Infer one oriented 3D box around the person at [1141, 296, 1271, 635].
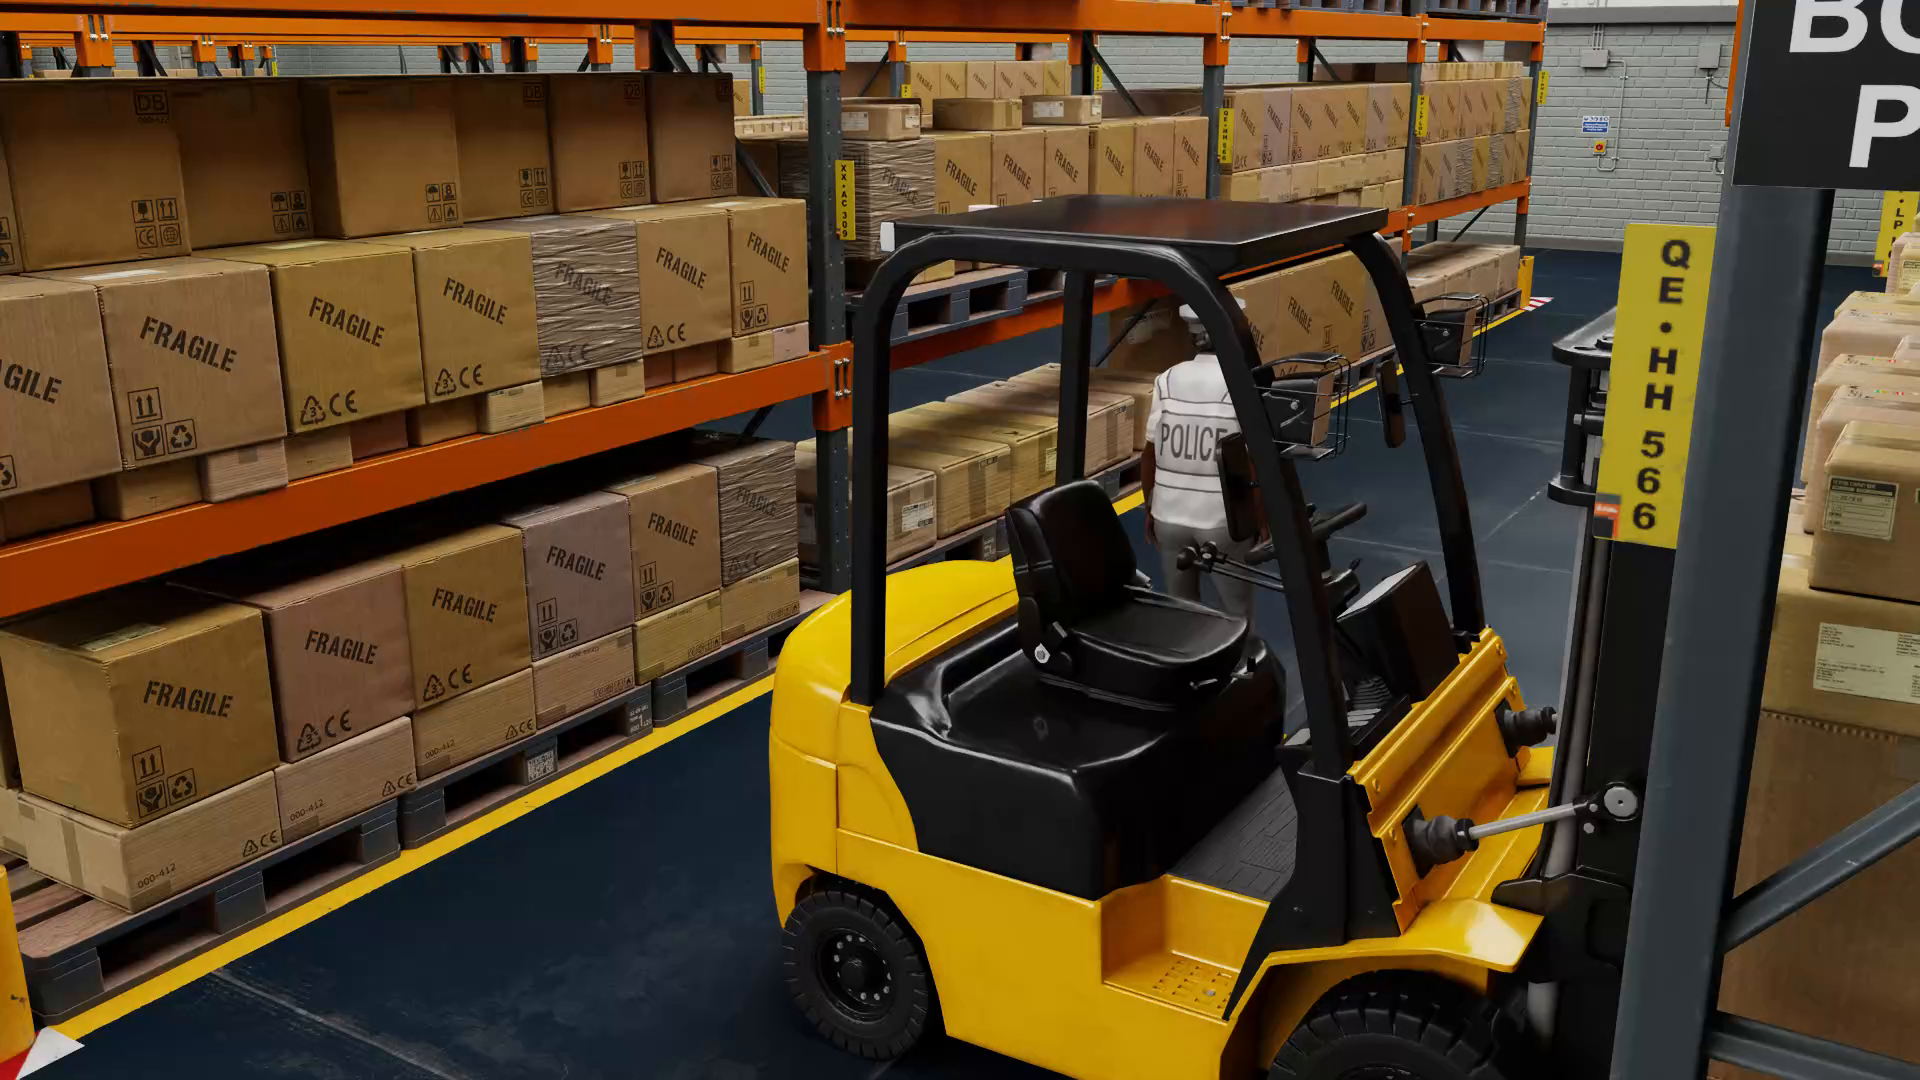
[{"bbox_3d":[0.945,-0.077,6.289,0.532,1.664,0.421,9,18,27],"label":"person"}]
